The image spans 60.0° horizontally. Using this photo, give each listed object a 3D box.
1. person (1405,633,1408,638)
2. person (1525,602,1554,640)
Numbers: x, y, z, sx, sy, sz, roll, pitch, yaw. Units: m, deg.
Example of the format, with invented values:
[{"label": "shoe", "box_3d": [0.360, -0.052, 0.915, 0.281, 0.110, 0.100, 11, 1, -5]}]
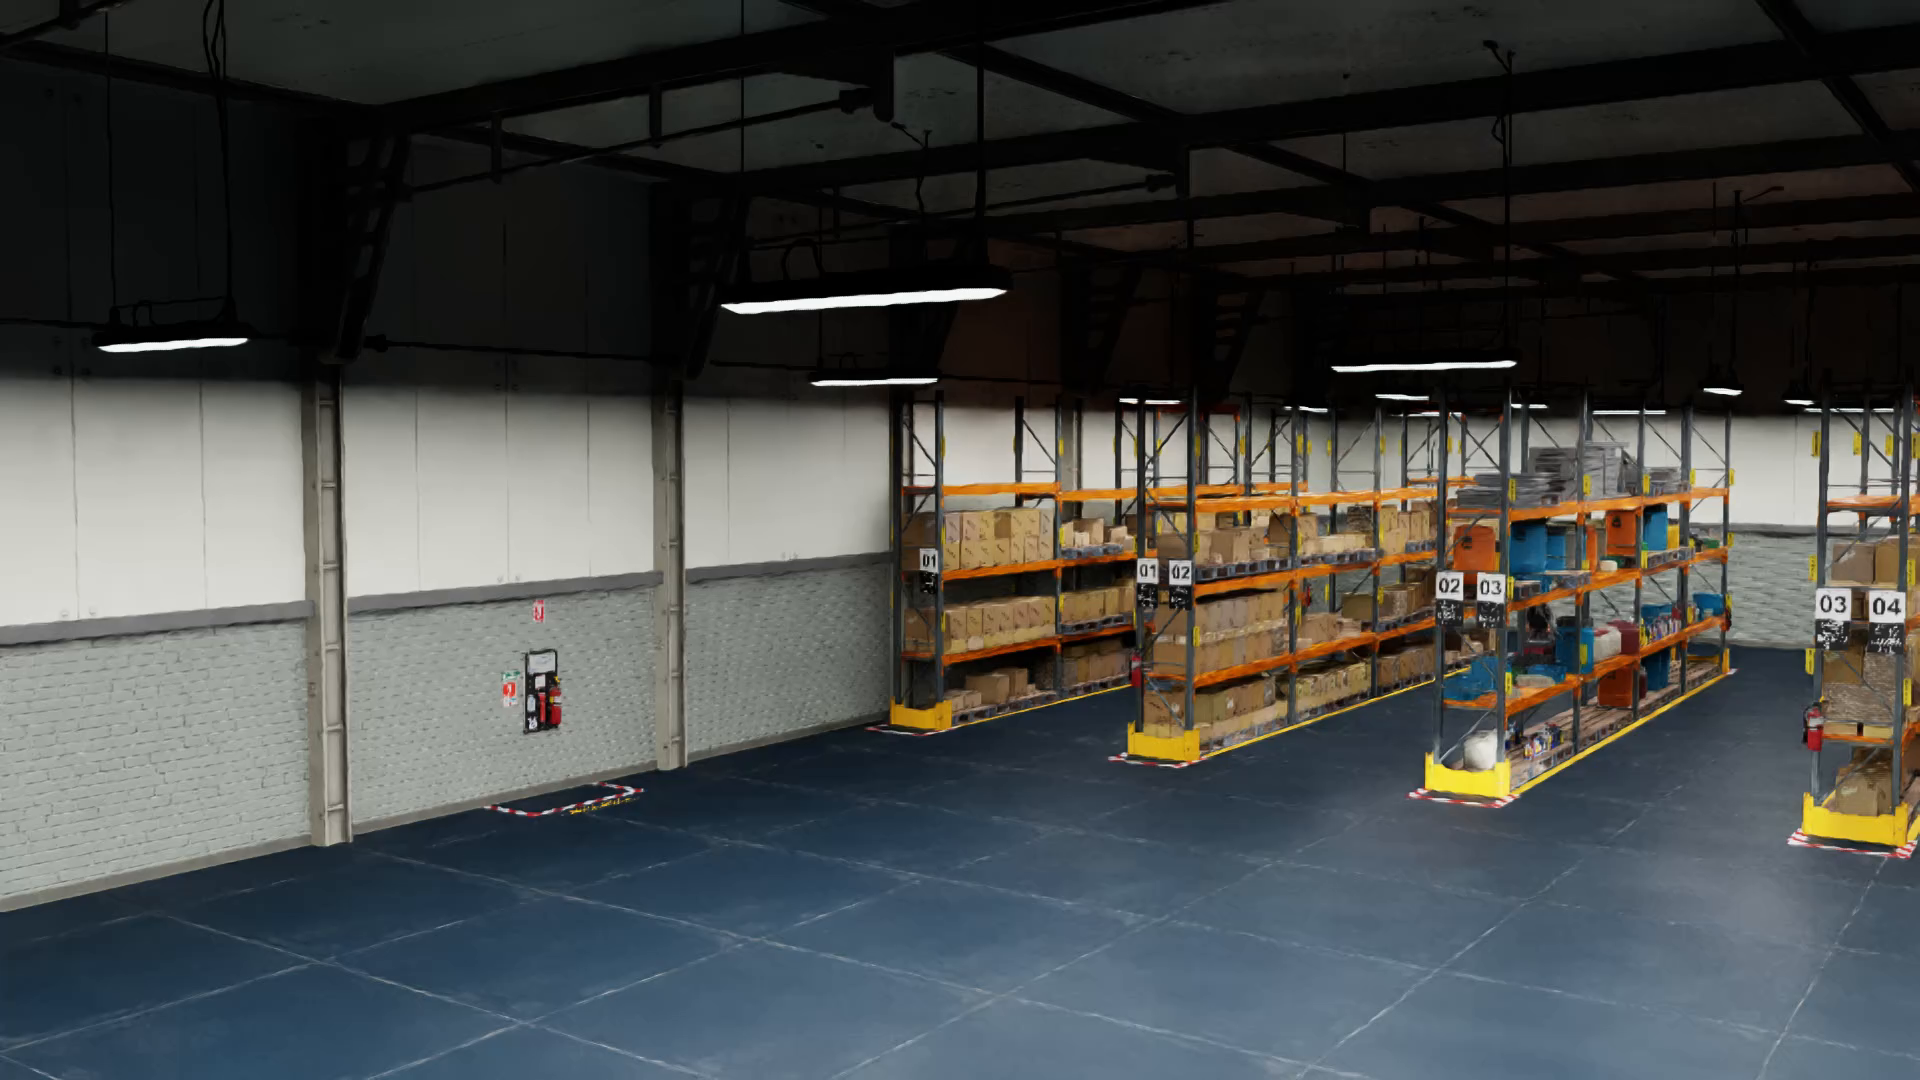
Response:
[{"label": "person", "box_3d": [11.420, 1.822, 42.620, 0.566, 1.547, 0.421, -2, 4, -27]}, {"label": "person", "box_3d": [13.357, 2.014, 38.377, 0.677, 1.674, 0.534, 2, 4, 32]}]
